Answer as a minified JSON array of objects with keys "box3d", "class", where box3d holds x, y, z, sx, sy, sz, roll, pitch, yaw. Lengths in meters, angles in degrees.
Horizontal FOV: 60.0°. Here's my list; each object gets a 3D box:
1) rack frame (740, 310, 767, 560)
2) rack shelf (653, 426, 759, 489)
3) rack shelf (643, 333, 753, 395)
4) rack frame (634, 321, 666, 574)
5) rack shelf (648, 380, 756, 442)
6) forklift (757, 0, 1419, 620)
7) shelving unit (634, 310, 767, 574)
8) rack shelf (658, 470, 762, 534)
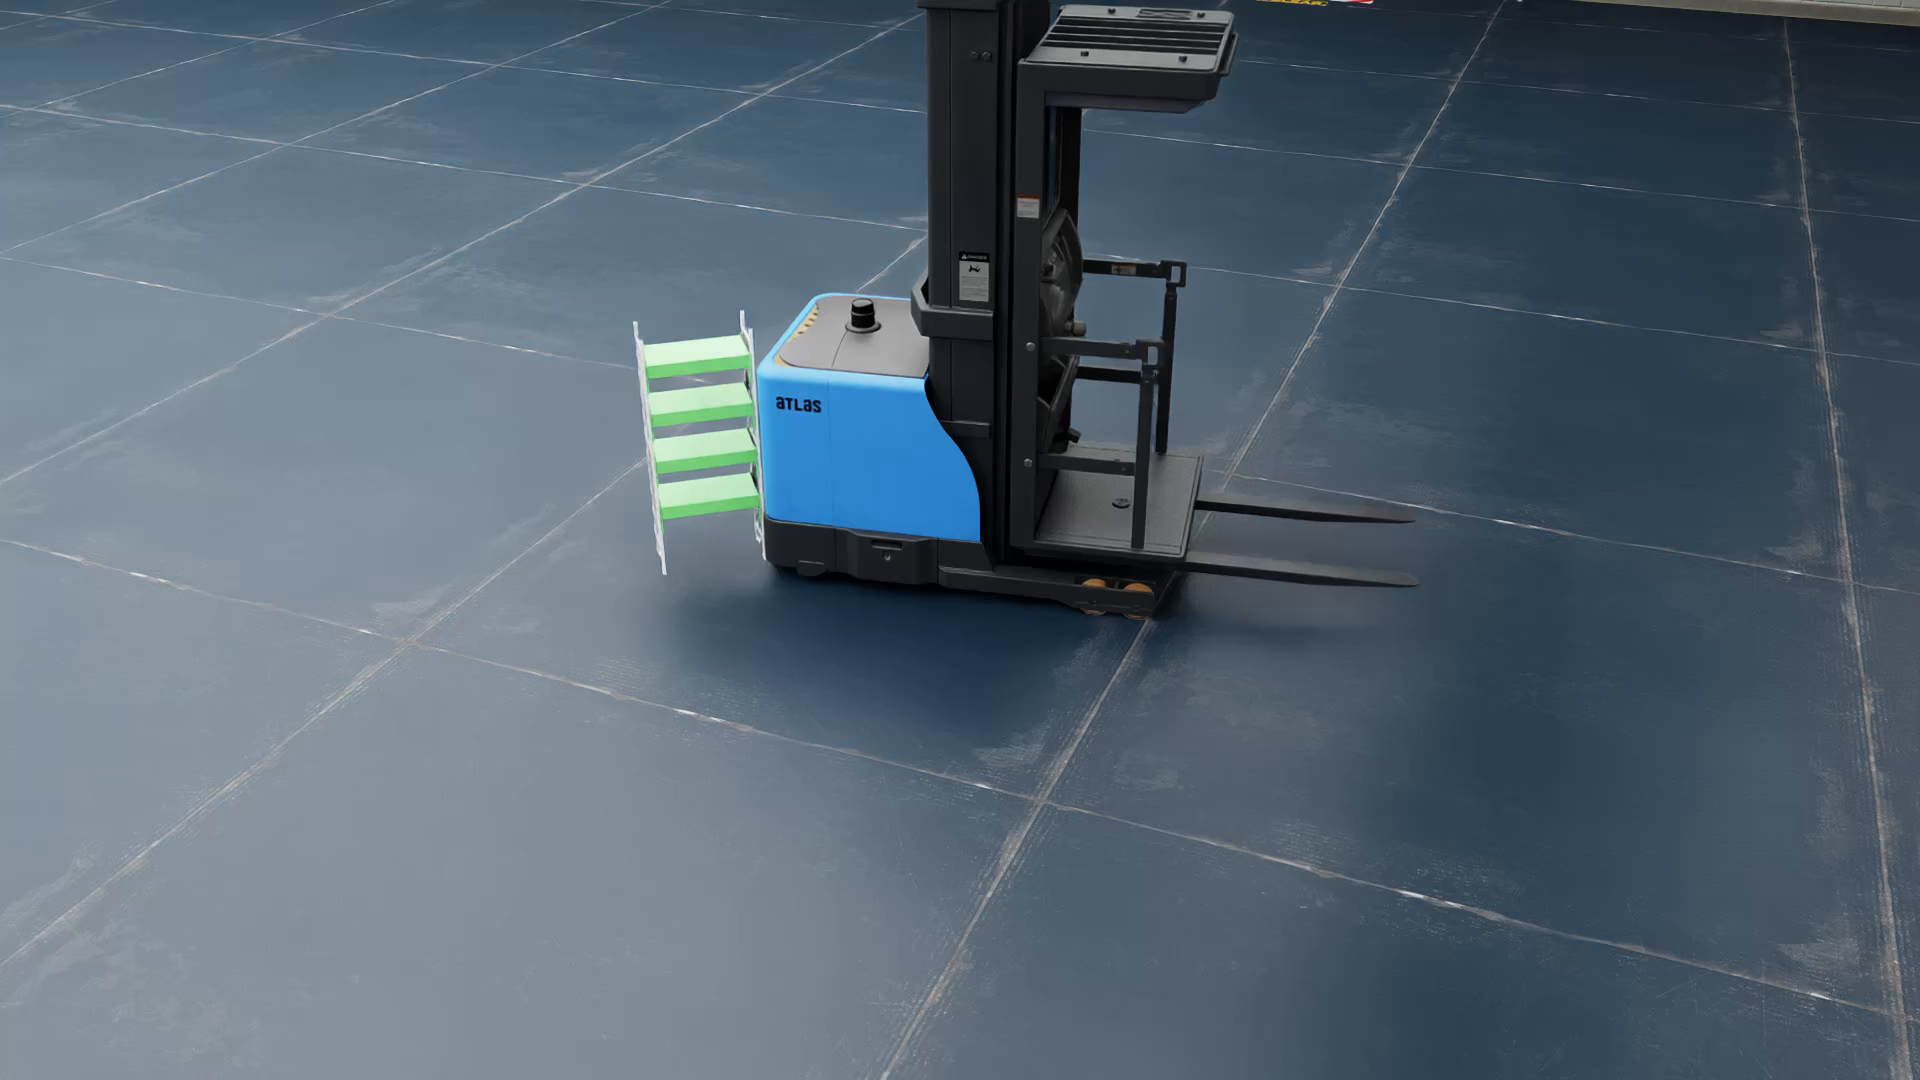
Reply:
[{"box3d":[-0.977,-0.482,7.883,0.015,1.200,0.240,-8,30,-14],"class":"rack frame"},{"box3d":[-1.211,-0.393,7.855,0.480,0.148,0.258,-8,30,-14],"class":"rack shelf"},{"box3d":[-1.211,-0.811,7.619,0.480,0.148,0.258,-8,30,-14],"class":"rack shelf"},{"box3d":[-1.446,-0.415,7.765,0.015,1.200,0.240,-8,30,-14],"class":"rack frame"},{"box3d":[-1.211,-0.602,7.737,0.480,0.148,0.258,-8,30,-14],"class":"rack shelf"},{"box3d":[0.640,-1.196,7.387,3.031,2.935,1.130,6,30,10],"class":"forklift"},{"box3d":[-1.211,-0.448,7.824,0.503,1.200,0.258,-8,30,-14],"class":"shelving unit"},{"box3d":[-1.211,-0.184,7.974,0.480,0.148,0.258,-8,30,-14],"class":"rack shelf"}]
